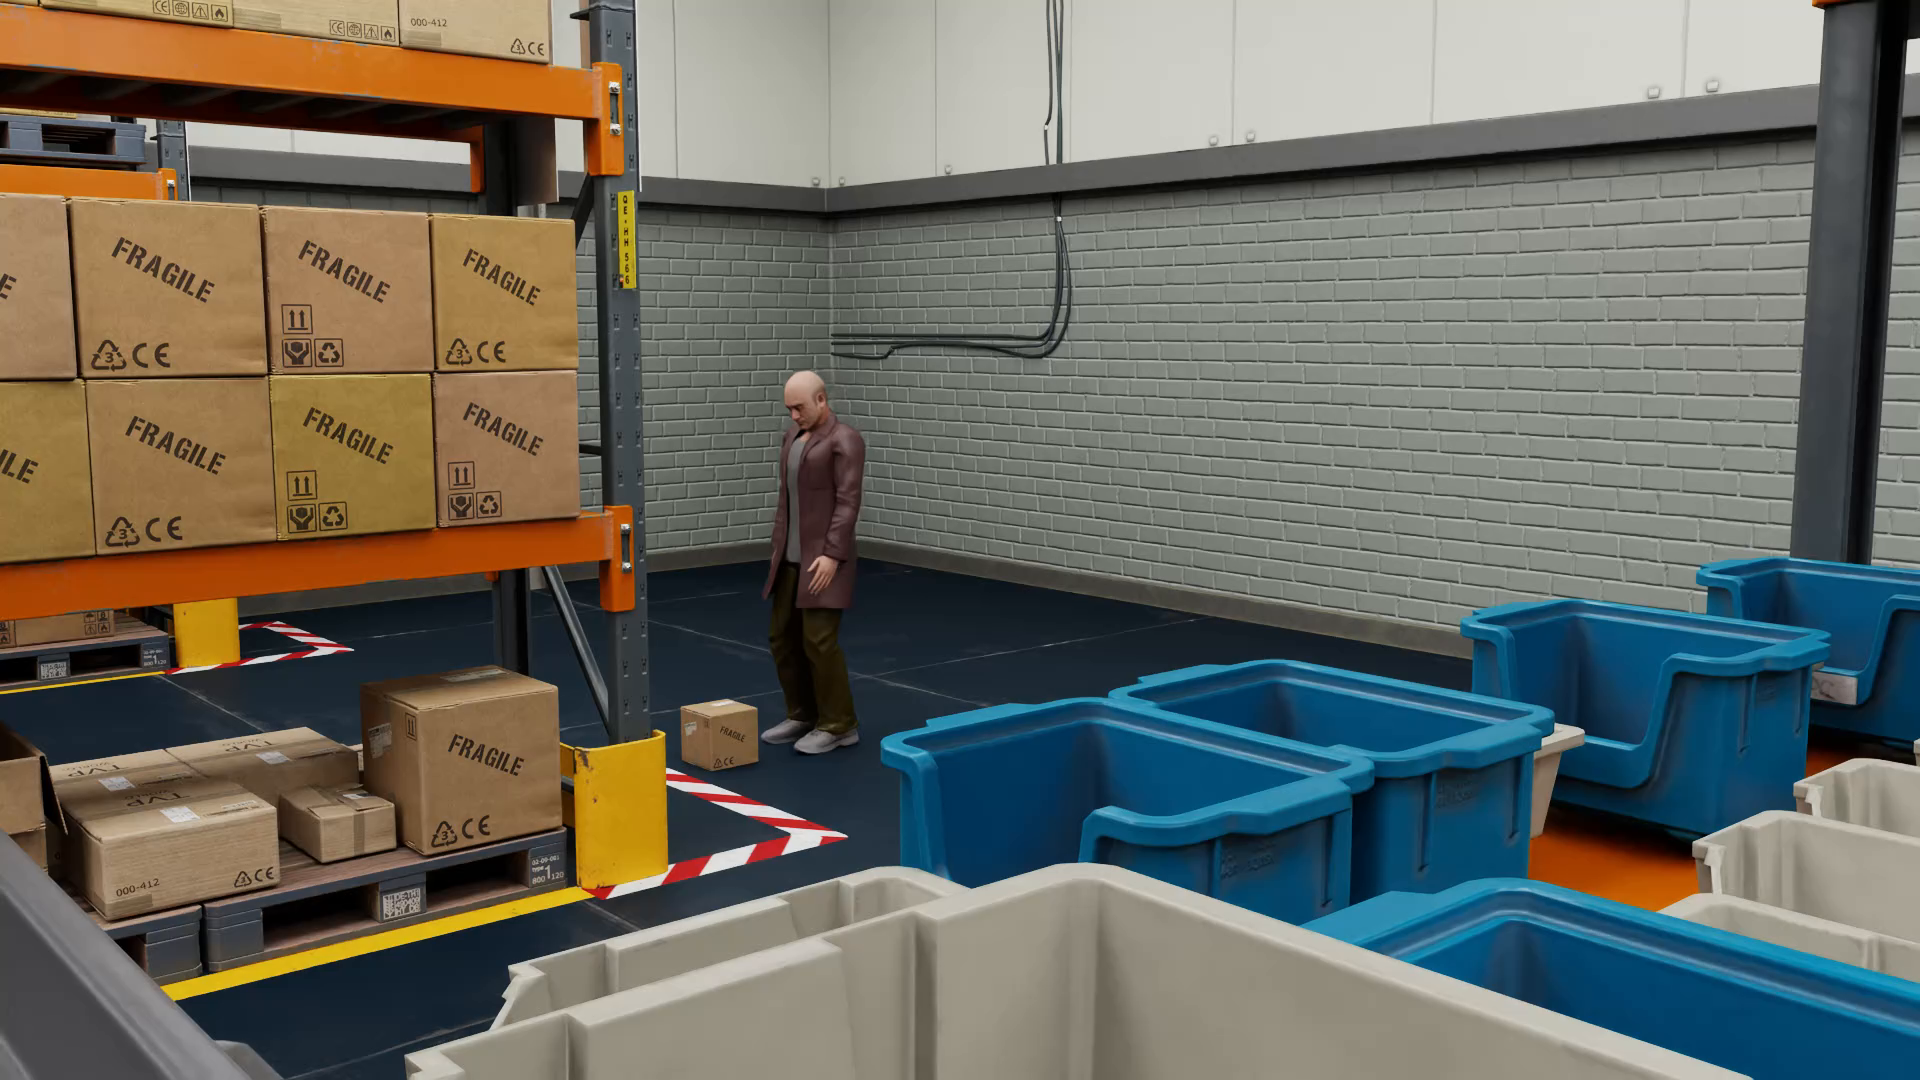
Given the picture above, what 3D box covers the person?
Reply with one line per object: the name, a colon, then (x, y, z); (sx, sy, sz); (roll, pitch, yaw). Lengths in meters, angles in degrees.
person: (-0.680, 0.096, 7.709); (0.389, 1.759, 0.575); (-6, 9, -40)
